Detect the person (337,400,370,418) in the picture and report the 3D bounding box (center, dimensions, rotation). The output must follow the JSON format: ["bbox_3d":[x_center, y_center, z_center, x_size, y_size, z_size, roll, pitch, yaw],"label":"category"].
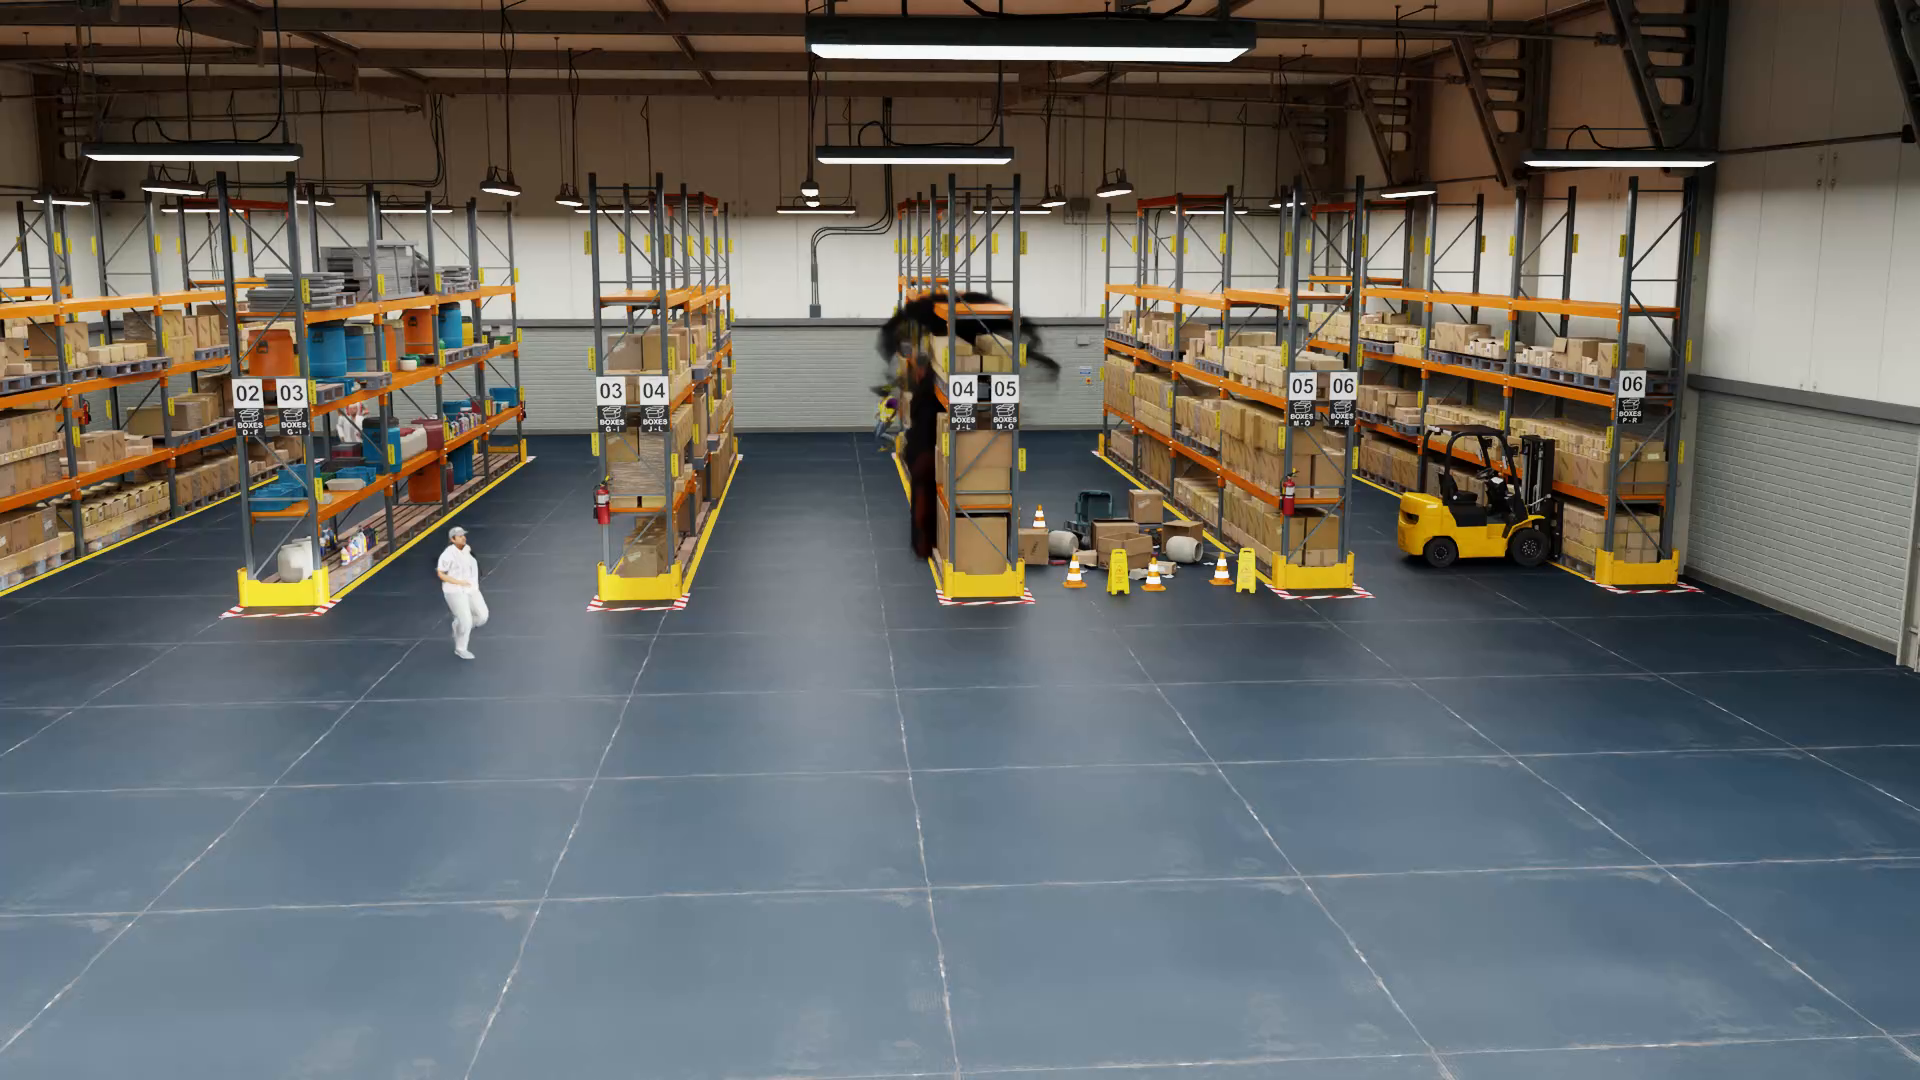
[{"bbox_3d":[-14.053,-2.676,38.644,0.669,1.793,0.933,-6,12,-32],"label":"person"}]

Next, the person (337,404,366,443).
[{"bbox_3d":[-12.617,-1.933,34.618,0.679,1.816,0.796,-3,10,-14],"label":"person"}]

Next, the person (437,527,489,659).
[{"bbox_3d":[-6.125,0.640,20.453,0.535,1.632,0.662,5,11,24],"label":"person"}]

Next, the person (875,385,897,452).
[{"bbox_3d":[-1.784,-2.970,40.805,0.555,1.673,0.776,-4,11,-22],"label":"person"}]
